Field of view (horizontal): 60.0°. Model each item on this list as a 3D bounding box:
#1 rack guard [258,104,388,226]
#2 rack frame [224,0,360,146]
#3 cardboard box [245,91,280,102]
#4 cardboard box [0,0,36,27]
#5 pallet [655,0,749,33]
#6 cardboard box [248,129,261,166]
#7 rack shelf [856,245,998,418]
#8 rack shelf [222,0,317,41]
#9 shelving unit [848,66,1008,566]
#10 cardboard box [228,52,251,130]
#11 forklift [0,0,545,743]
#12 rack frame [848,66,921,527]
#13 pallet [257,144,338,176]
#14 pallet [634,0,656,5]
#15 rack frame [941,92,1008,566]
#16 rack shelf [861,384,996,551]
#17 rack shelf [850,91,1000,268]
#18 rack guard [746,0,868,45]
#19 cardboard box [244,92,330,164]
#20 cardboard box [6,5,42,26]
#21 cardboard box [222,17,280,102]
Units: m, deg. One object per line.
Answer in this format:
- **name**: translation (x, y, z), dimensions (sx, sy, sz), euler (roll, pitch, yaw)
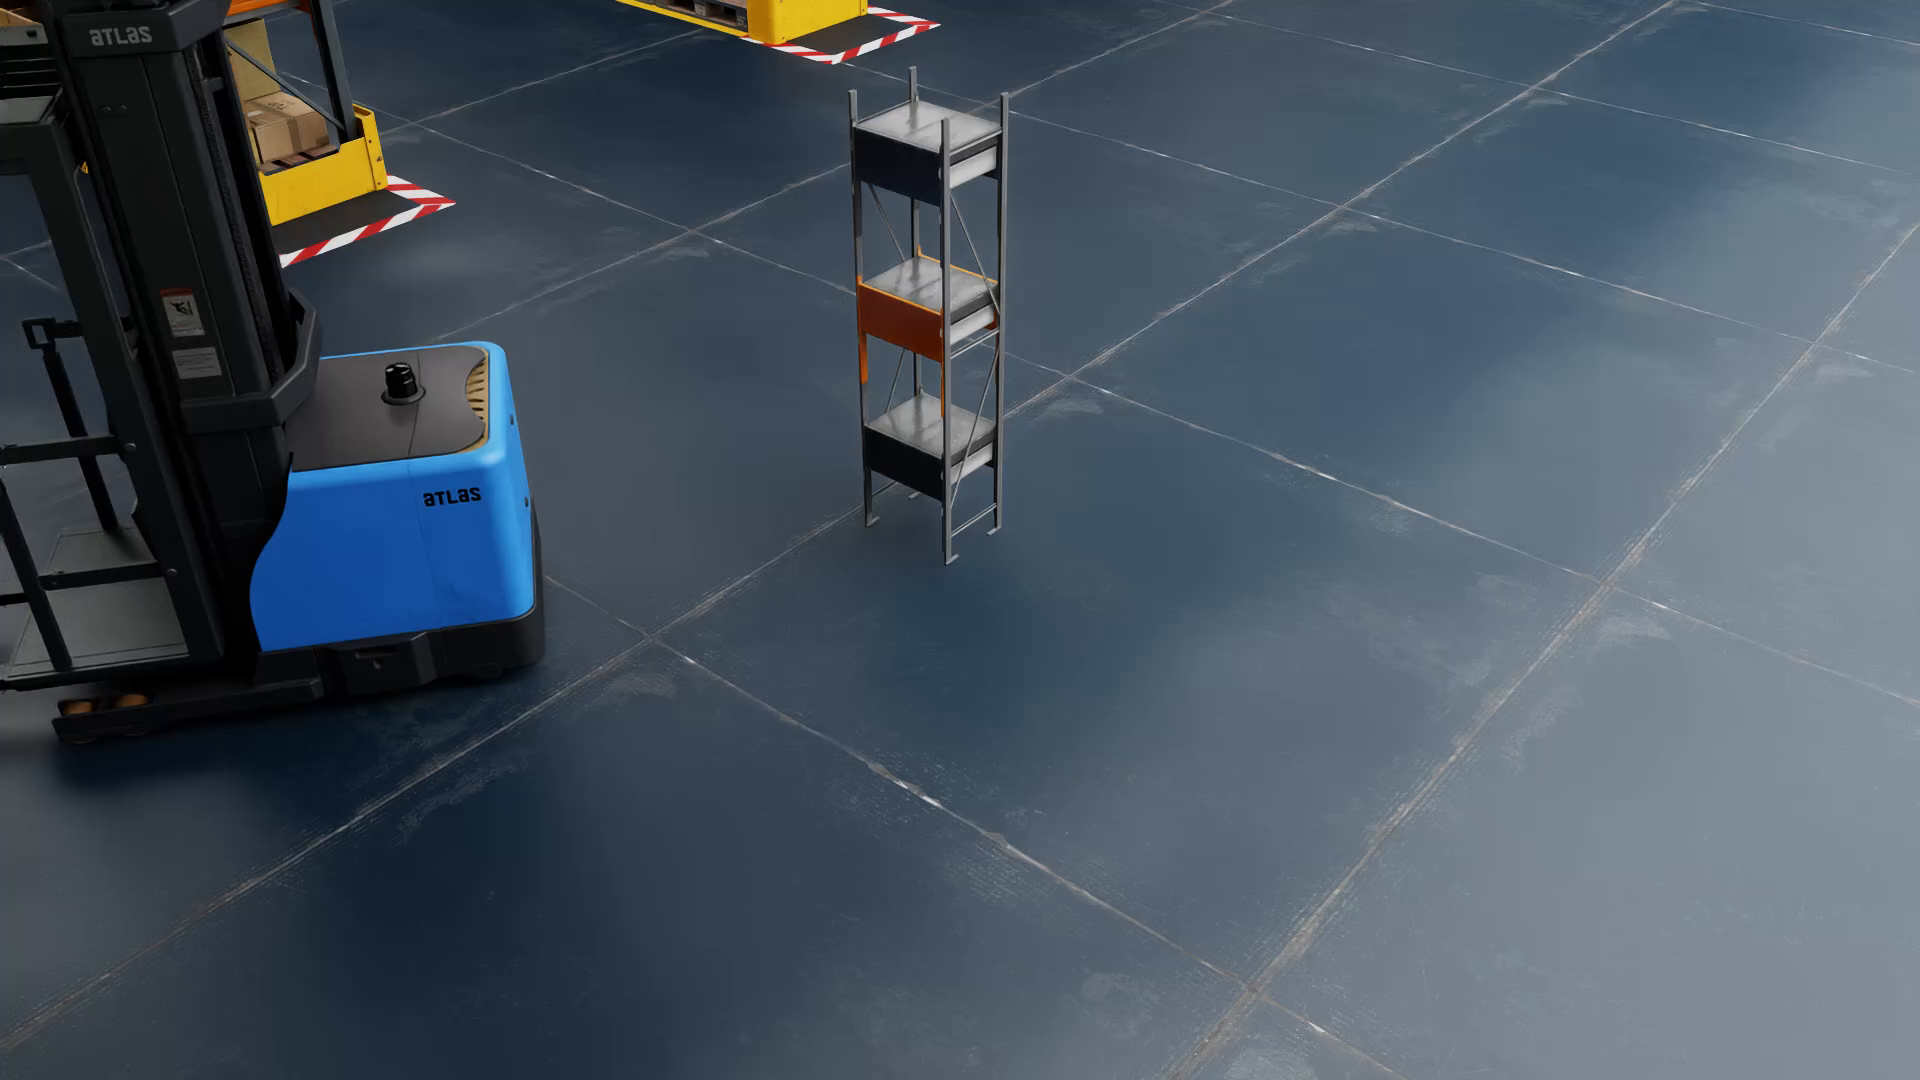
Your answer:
- **rack guard**: translation (-4.344, -2.413, 10.822), dimensions (0.348, 0.500, 1.175), euler (25, 42, 32)
- **rack frame**: translation (-4.362, -3.452, 10.127), dimensions (0.127, 3.000, 1.000), euler (25, 42, 32)
- **cardboard box**: translation (-5.019, -2.962, 11.472), dimensions (0.500, 0.250, 0.500), euler (25, 42, 32)
- **cardboard box**: translation (-6.512, -3.583, 11.714), dimensions (0.500, 0.500, 0.500), euler (25, 42, 32)
- **pallet**: translation (-1.900, -4.760, 14.495), dimensions (1.213, 0.211, 1.003), euler (25, 42, 32)
- **cardboard box**: translation (-4.964, -2.557, 10.882), dimensions (0.500, 0.250, 0.500), euler (25, 42, 32)
- **rack shelf**: translation (-0.127, -0.914, 7.251), dimensions (0.480, 0.518, 0.431), euler (25, 42, 32)
- **rack shelf**: translation (-5.899, -3.880, 11.386), dimensions (4.000, 0.370, 1.077), euler (25, 42, 32)
- **shelving unit**: translation (-0.127, -0.926, 7.243), dimensions (0.503, 2.100, 0.431), euler (25, 42, 32)
- **cardboard box**: translation (-4.965, -2.866, 10.669), dimensions (0.500, 0.500, 0.500), euler (25, 42, 32)
- **forklift**: translation (-3.309, -0.734, 6.229), dimensions (3.031, 2.935, 1.130), euler (-8, 35, -11)
- **rack frame**: translation (-0.315, -1.014, 7.372), dimensions (0.015, 2.100, 0.400), euler (25, 42, 32)
- **pallet**: translation (-4.977, -2.561, 11.293), dimensions (1.213, 0.211, 1.003), euler (25, 42, 32)
- **pallet**: translation (-2.833, -5.202, 15.138), dimensions (1.213, 0.211, 1.003), euler (25, 42, 32)
- **rack frame**: translation (0.060, -0.837, 7.114), dimensions (0.015, 2.100, 0.400), euler (25, 42, 32)
- **rack shelf**: translation (-0.127, -0.337, 7.647), dimensions (0.480, 0.518, 0.431), euler (25, 42, 32)
- **rack shelf**: translation (-0.127, -1.491, 6.854), dimensions (0.480, 0.518, 0.431), euler (25, 42, 32)
- **rack guard**: translation (-1.279, -4.582, 13.981), dimensions (0.348, 0.500, 1.175), euler (25, 42, 32)
- **cardboard box**: translation (-4.632, -2.783, 11.210), dimensions (0.500, 0.250, 0.500), euler (25, 42, 32)
- **cardboard box**: translation (-6.126, -3.403, 11.451), dimensions (0.500, 0.500, 0.500), euler (25, 42, 32)
- **cardboard box**: translation (-5.018, -3.272, 11.260), dimensions (0.500, 0.500, 0.500), euler (25, 42, 32)
